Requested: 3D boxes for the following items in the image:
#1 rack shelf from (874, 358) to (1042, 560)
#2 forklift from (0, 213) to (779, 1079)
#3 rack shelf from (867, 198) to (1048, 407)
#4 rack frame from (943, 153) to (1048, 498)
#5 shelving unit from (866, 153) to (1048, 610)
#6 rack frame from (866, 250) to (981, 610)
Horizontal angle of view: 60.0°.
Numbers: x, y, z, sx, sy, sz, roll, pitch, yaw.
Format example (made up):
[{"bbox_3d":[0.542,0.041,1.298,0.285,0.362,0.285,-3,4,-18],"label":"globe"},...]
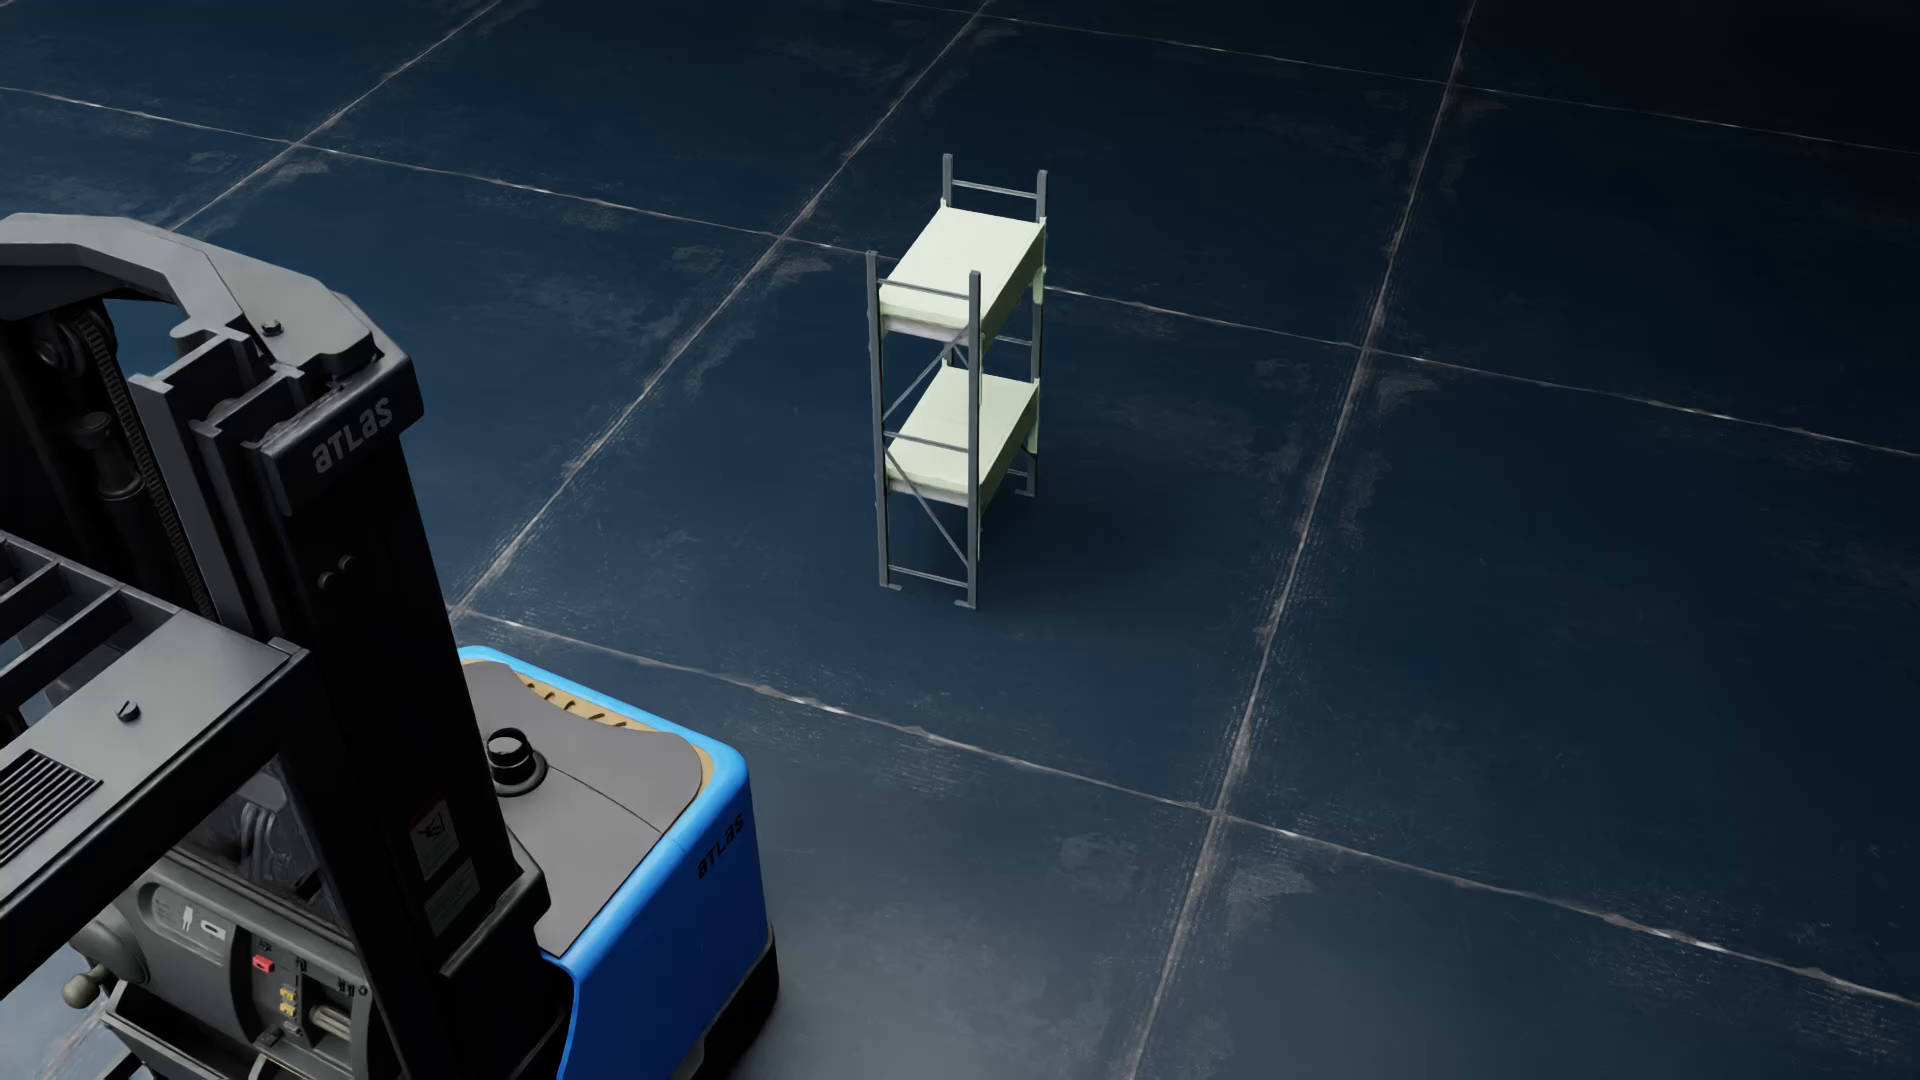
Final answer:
[{"bbox_3d":[0.002,-0.327,6.480,0.431,0.370,0.720,13,42,15],"label":"rack shelf"},{"bbox_3d":[-1.677,0.975,3.349,1.130,2.935,3.031,19,44,21],"label":"forklift"},{"bbox_3d":[0.002,-0.872,6.015,0.431,0.370,0.720,13,42,15],"label":"rack shelf"},{"bbox_3d":[0.127,-0.798,6.530,0.400,1.500,0.023,13,42,15],"label":"rack frame"},{"bbox_3d":[0.002,-0.575,6.268,0.431,1.500,0.755,13,42,15],"label":"shelving unit"},{"bbox_3d":[-0.123,-0.351,6.006,0.400,1.500,0.023,13,42,15],"label":"rack frame"}]
